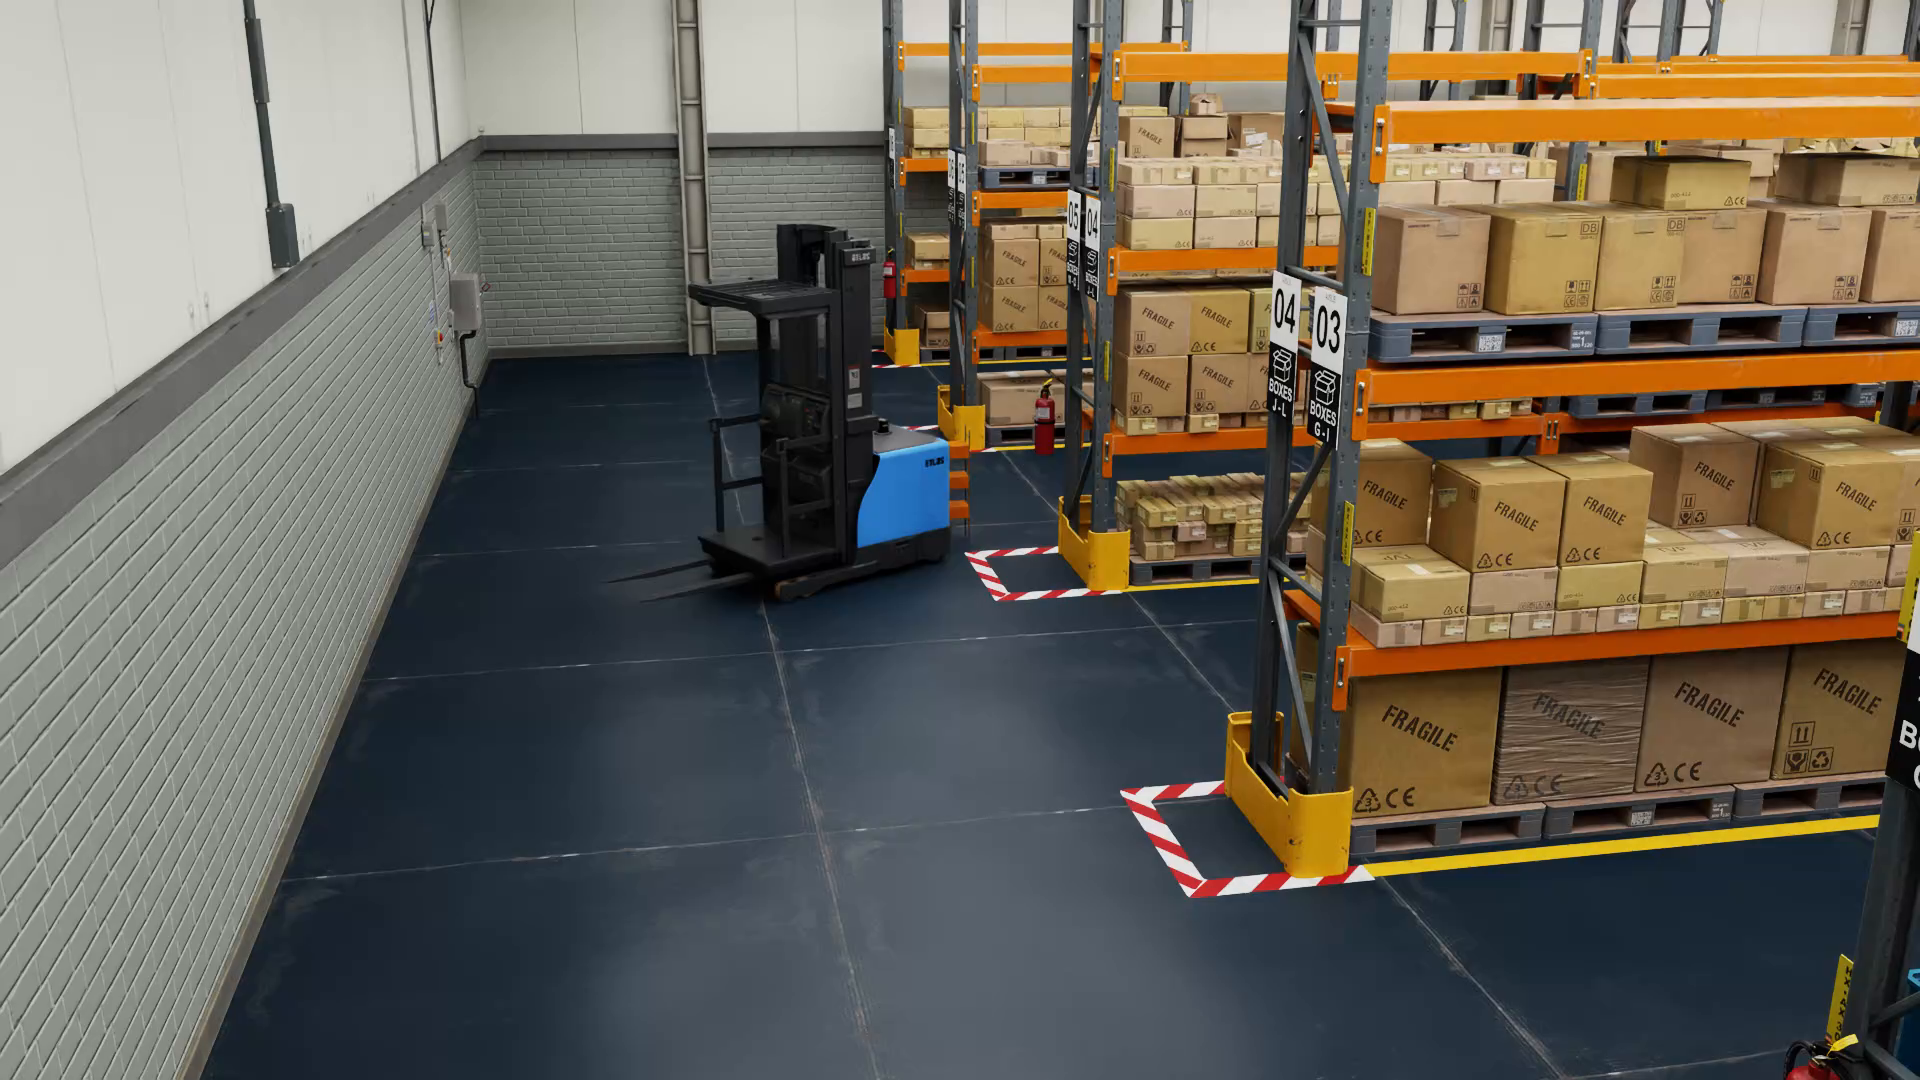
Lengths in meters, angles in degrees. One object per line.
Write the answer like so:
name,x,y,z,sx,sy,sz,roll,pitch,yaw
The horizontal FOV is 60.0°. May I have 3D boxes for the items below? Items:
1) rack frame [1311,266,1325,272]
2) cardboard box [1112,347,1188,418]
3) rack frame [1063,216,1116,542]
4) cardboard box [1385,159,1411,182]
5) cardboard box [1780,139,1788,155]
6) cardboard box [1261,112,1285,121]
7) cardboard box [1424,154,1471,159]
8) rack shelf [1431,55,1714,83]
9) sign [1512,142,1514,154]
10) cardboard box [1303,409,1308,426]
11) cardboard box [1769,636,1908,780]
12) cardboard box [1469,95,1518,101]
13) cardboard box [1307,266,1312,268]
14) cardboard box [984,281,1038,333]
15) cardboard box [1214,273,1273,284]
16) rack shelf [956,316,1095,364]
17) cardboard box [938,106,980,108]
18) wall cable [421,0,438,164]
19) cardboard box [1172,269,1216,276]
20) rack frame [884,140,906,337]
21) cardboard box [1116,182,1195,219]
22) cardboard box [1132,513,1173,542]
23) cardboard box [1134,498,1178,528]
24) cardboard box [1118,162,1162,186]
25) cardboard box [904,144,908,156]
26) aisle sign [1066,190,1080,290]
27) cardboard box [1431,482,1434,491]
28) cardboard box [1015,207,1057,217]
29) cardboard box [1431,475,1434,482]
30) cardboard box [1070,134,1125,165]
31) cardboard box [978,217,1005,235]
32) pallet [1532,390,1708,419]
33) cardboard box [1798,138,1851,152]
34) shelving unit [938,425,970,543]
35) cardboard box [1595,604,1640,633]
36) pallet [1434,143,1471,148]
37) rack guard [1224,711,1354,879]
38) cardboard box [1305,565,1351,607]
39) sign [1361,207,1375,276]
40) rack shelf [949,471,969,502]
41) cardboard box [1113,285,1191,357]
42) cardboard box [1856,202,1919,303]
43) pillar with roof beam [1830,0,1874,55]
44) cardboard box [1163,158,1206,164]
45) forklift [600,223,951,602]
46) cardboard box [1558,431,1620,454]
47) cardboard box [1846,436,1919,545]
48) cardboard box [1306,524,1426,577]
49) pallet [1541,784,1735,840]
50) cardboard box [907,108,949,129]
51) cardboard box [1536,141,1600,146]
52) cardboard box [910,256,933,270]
rack frame,3.961,-2.822,19.329,0.127,3.000,1.000,-3,17,-10
cardboard box,1.565,-1.313,13.740,0.500,0.500,0.500,-2,17,-8
rack frame,1.072,-1.178,13.976,0.127,3.000,1.000,-3,17,-10
cardboard box,3.479,-3.017,13.579,0.250,0.149,0.380,-3,17,-11
cardboard box,10.178,-4.851,20.365,0.500,0.250,0.500,-3,17,-11
cardboard box,4.386,-5.938,23.400,0.250,0.149,0.380,-3,17,-10
cardboard box,4.159,-3.210,14.209,0.250,0.149,0.380,-3,17,-11
rack shelf,8.907,-6.920,24.359,4.000,0.370,1.077,-3,17,-10
sign,4.891,-3.430,14.647,0.005,0.325,0.100,-3,17,-10
cardboard box,2.974,-1.083,14.095,0.250,0.149,0.380,-3,17,-8
cardboard box,5.178,0.863,10.233,0.875,0.875,0.875,-3,17,-10
cardboard box,7.701,-6.176,24.084,0.500,0.500,0.500,-3,17,-10
cardboard box,4.352,-3.445,19.484,0.500,0.500,0.500,-3,17,-9
cardboard box,0.560,-2.591,18.406,0.500,0.500,0.500,-3,17,-11
cardboard box,2.481,-2.003,14.282,0.500,0.500,0.500,-2,17,-8
rack shelf,1.998,-2.367,19.072,4.000,0.370,1.077,-3,17,-10
cardboard box,-0.017,-5.907,23.162,0.500,0.250,0.500,-4,17,-12
wall cable,-5.638,-5.286,17.133,0.029,3.000,2.355,-3,17,-10
cardboard box,2.553,-3.185,18.637,0.500,0.500,0.500,-3,17,-10
rack frame,-0.911,-4.030,23.262,0.127,3.000,1.000,-3,17,-10
cardboard box,1.562,-2.729,13.322,0.500,0.250,0.500,-3,17,-10
cardboard box,1.635,-0.113,14.143,0.250,0.149,0.380,-3,17,-8
cardboard box,1.651,-0.231,14.022,0.250,0.149,0.380,-4,18,-13
cardboard box,1.433,-2.922,13.271,0.250,0.149,0.380,-3,17,-11
cardboard box,-0.641,-5.428,23.133,0.250,0.149,0.380,-3,17,-9
aisle sign,0.944,-2.503,13.863,0.004,0.787,0.394,-3,17,-10
cardboard box,4.213,-0.387,14.527,0.250,0.149,0.380,-3,17,-11
cardboard box,1.058,-4.490,23.232,0.500,0.500,0.500,-3,17,-9
cardboard box,4.101,-0.537,15.016,0.250,0.149,0.380,-3,17,-11
cardboard box,1.513,-4.308,18.324,0.500,0.311,0.500,-3,17,-9
cardboard box,0.348,-3.513,18.600,0.250,0.149,0.380,-3,17,-10
pallet,5.778,-1.310,14.731,1.213,0.211,1.003,-3,17,-10
cardboard box,7.728,-3.474,14.868,0.258,0.266,0.396,-3,17,-10
shelving unit,-0.053,-0.499,15.086,0.252,1.050,0.215,-3,17,-10
cardboard box,3.587,0.381,9.329,0.250,0.149,0.380,-3,17,-11
pallet,7.593,-5.883,24.507,1.003,0.211,1.213,-2,17,-8
rack guard,1.890,1.454,9.665,0.348,0.500,1.175,-3,17,-10
cardboard box,2.201,0.263,9.713,0.250,0.149,0.380,-3,17,-9
sign,2.013,-1.472,8.200,0.005,0.325,0.100,-3,17,-10
rack shelf,-0.053,-0.489,15.089,0.240,0.259,0.215,-3,17,-10
cardboard box,1.563,-1.794,13.603,0.500,0.500,0.500,-3,17,-11
cardboard box,5.084,-1.634,9.298,0.500,0.500,0.700,-4,18,-14
pillar with roof beam,14.760,-6.769,21.961,0.400,9.000,9.100,-3,17,-10
cardboard box,1.855,-3.073,13.762,0.250,0.149,0.380,-4,17,-12
forklift,-1.533,-1.069,13.738,3.031,2.935,1.130,-14,22,-38
cardboard box,5.683,-0.879,15.269,0.500,0.250,0.500,-4,17,-12
cardboard box,5.441,-0.291,9.562,0.500,0.500,0.500,-3,17,-9
cardboard box,2.339,0.084,9.618,0.500,0.250,0.500,-4,17,-11
pallet,3.879,1.457,10.148,1.213,0.211,1.003,-3,17,-10
cardboard box,-0.428,-5.726,22.571,0.500,0.250,0.500,-3,17,-11
cardboard box,6.953,-4.617,19.180,0.500,0.500,0.700,-4,18,-13
cardboard box,-0.537,-3.849,23.101,0.250,0.149,0.380,-3,17,-11
